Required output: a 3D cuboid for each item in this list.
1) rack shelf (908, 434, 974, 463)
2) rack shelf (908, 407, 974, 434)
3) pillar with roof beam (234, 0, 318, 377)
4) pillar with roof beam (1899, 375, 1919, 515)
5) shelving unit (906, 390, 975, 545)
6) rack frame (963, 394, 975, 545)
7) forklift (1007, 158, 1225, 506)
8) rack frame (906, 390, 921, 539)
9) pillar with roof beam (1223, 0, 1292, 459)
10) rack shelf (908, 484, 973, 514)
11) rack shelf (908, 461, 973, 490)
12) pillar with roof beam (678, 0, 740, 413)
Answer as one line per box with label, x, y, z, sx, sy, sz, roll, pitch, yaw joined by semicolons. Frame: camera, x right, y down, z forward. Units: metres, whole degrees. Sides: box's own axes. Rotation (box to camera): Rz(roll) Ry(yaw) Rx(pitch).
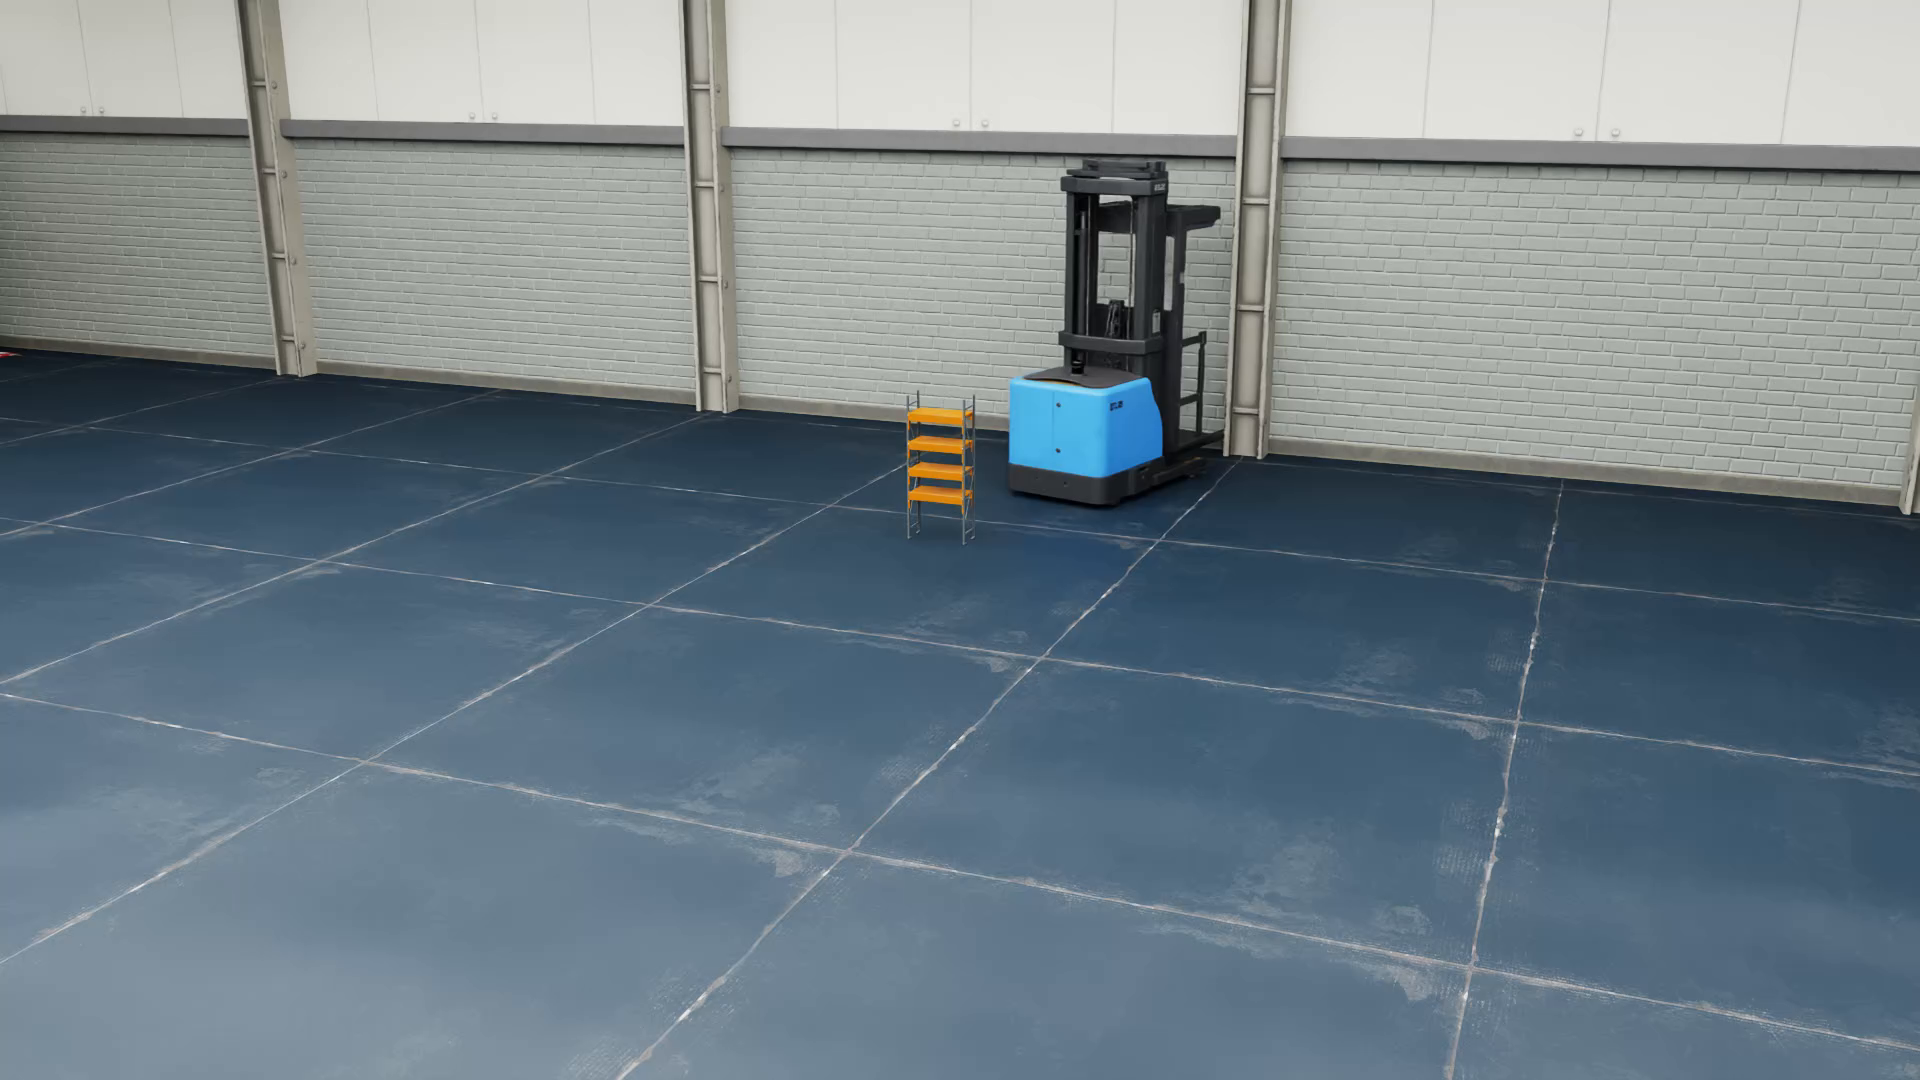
rack shelf;-0.154;-0.743;13.521;0.480;0.148;0.258;6;17;21
rack shelf;-0.154;-0.971;13.455;0.480;0.148;0.258;6;17;21
pillar with roof beam;-9.886;-5.292;15.763;0.400;9.000;9.100;6;17;21
pillar with roof beam;6.859;-3.451;9.420;0.400;9.000;9.100;6;17;21
shelving unit;-0.154;-0.593;13.565;0.503;1.200;0.258;6;17;21
rack frame;0.073;-0.568;13.479;0.015;1.200;0.240;6;17;21
forklift;1.703;-2.061;15.516;1.130;2.935;3.031;12;20;35
rack frame;-0.381;-0.618;13.651;0.015;1.200;0.240;6;17;21
pillar with roof beam;1.278;-4.065;11.534;0.400;9.000;9.100;6;17;21
rack shelf;-0.154;-0.338;13.639;0.480;0.148;0.258;6;17;21
rack shelf;-0.154;-0.529;13.583;0.480;0.148;0.258;6;17;21
pillar with roof beam;-4.304;-4.679;13.649;0.400;9.000;9.100;6;17;21
